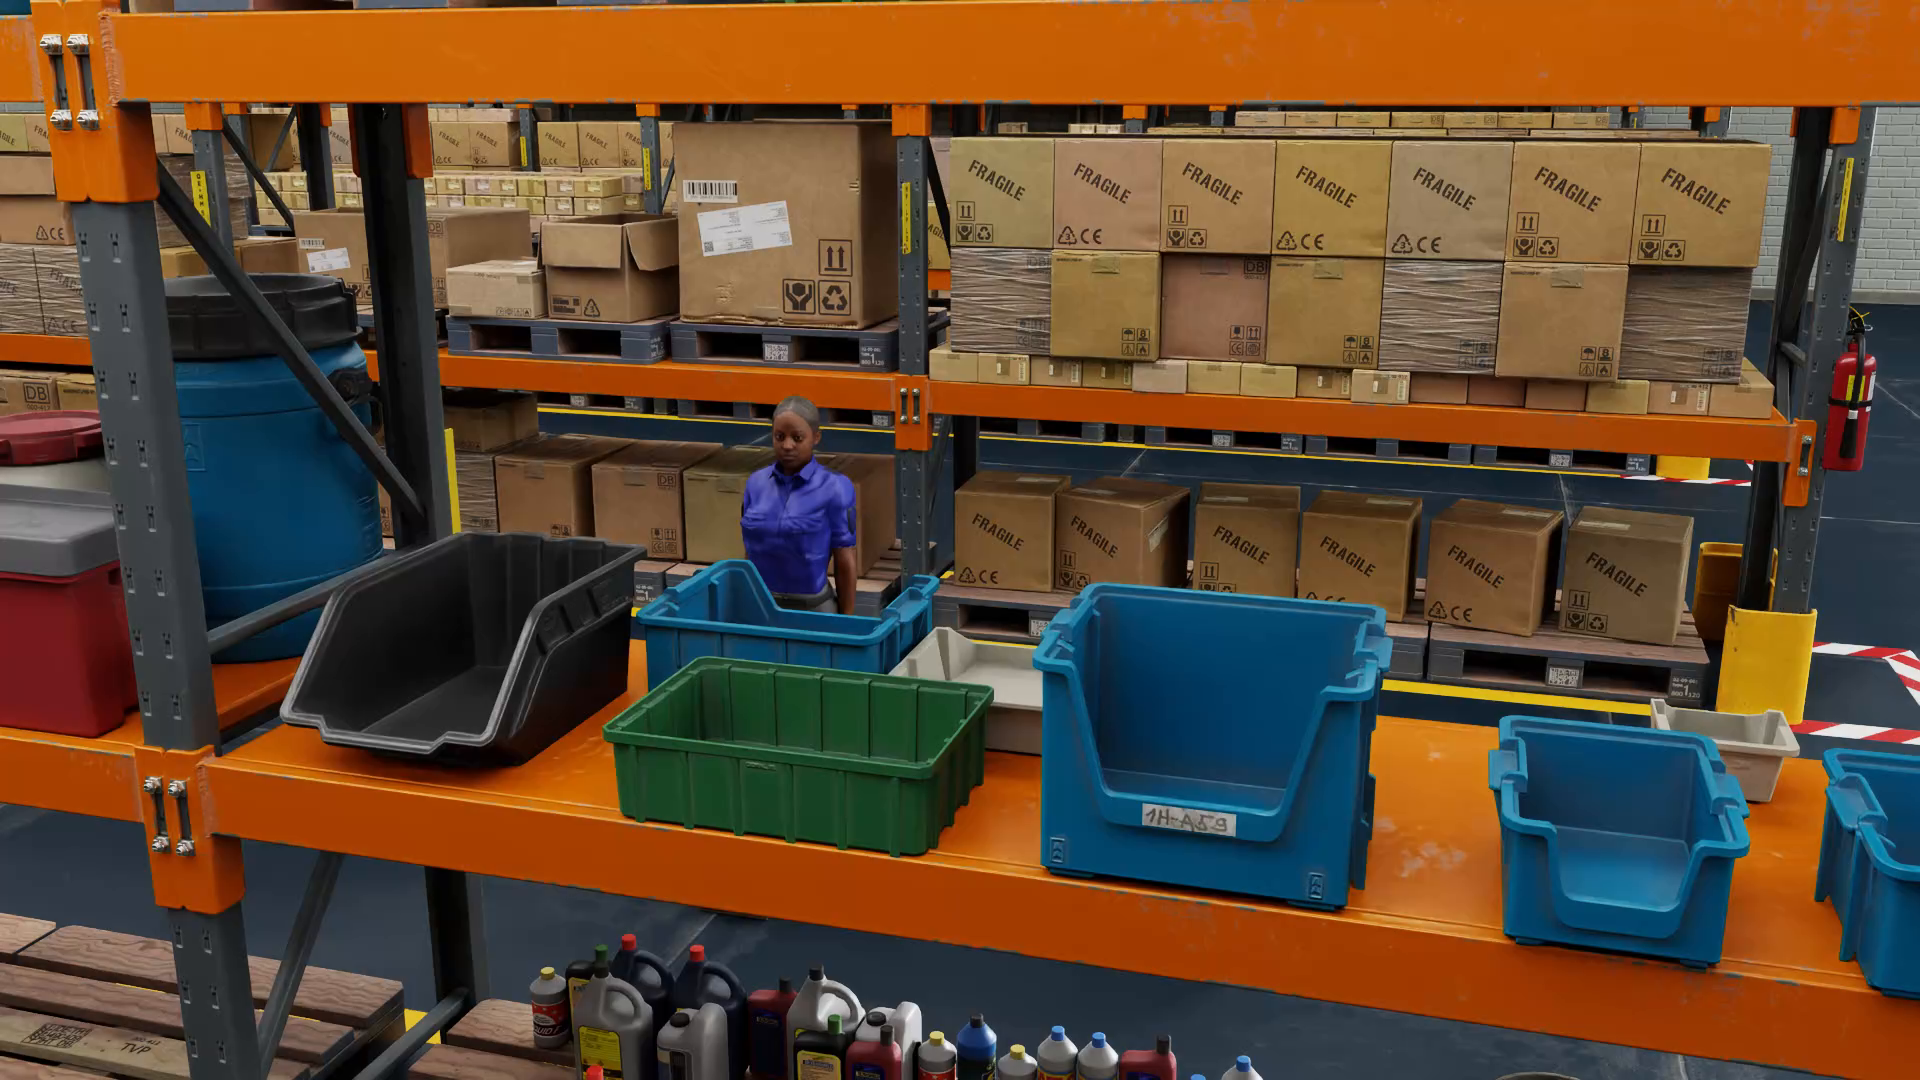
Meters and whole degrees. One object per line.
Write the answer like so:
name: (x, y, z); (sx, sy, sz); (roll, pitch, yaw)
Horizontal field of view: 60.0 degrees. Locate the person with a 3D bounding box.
person: (-0.572, 0.322, 5.902); (0.437, 1.684, 0.328); (5, 16, 17)
